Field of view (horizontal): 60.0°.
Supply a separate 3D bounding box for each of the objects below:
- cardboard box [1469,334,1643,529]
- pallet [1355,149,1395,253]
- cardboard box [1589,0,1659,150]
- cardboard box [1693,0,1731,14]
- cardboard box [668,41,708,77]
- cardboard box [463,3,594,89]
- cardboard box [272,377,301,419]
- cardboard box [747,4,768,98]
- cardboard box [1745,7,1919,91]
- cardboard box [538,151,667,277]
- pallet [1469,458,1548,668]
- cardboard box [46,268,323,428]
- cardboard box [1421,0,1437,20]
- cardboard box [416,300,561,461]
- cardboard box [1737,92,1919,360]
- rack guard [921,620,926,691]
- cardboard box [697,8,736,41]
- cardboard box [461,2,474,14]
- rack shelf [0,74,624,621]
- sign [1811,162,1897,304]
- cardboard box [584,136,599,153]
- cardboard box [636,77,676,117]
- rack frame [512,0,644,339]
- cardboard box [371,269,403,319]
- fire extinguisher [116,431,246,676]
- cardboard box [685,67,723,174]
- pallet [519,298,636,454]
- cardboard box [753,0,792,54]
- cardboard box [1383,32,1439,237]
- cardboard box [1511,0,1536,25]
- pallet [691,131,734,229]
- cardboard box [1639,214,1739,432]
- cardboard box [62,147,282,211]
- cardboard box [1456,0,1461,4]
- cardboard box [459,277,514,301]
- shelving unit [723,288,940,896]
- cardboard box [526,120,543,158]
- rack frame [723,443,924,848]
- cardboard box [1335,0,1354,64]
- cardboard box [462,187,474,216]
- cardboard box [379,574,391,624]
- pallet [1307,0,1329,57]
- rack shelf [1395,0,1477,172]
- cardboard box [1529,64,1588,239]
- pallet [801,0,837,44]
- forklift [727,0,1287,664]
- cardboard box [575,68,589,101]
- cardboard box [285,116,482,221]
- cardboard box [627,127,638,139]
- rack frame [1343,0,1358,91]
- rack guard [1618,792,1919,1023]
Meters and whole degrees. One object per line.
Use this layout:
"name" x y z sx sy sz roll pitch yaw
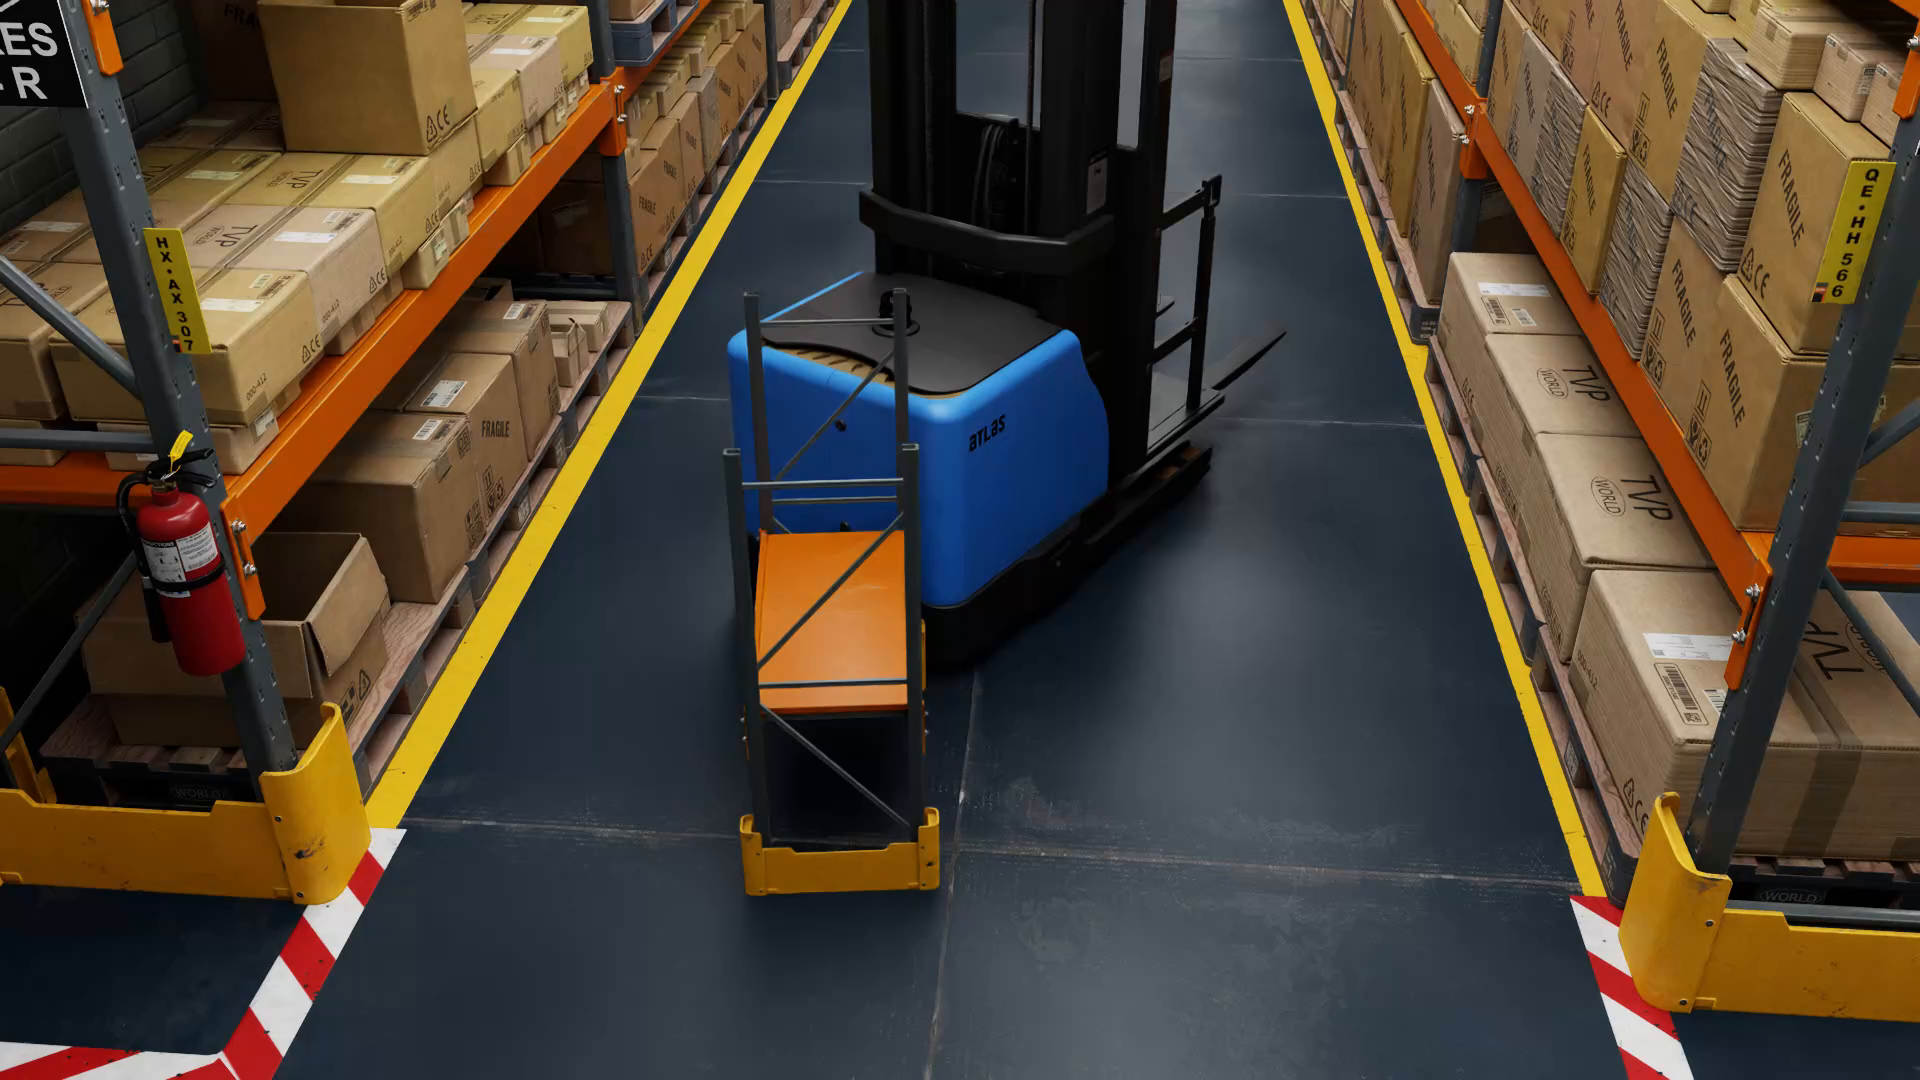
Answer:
"cardboard box" 2.598 -0.434 6.638 0.875 0.438 0.875 2 32 3
"pallet" 2.913 -1.997 9.790 1.003 0.211 1.213 2 32 4
"cardboard box" 2.404 -1.573 5.395 0.500 0.500 0.500 2 32 4
"cardboard box" 2.381 -1.657 4.913 0.380 0.149 0.250 3 32 5
"cardboard box" -1.717 -2.869 9.911 0.380 0.149 0.250 1 32 2
"cardboard box" -1.918 -2.134 7.214 0.500 0.250 0.500 3 32 5
"cardboard box" -2.170 -0.445 4.852 0.380 0.149 0.250 3 32 5
"cardboard box" -1.614 -3.324 11.267 0.500 0.500 0.500 3 32 5
"cardboard box" 2.266 -1.259 4.268 0.380 0.149 0.250 2 32 4
"cardboard box" -1.856 -1.706 8.642 0.500 0.500 0.500 4 32 6
"pallet" 2.591 0.083 6.414 1.003 0.211 1.213 2 32 4
"cardboard box" -2.140 -0.545 4.635 0.500 0.250 0.500 3 32 4
"cardboard box" 2.716 -2.849 8.657 0.500 0.250 0.500 2 32 3
"cardboard box" -2.108 -0.675 6.969 0.700 0.500 0.500 1 32 2
"cardboard box" 2.304 -0.777 4.103 0.500 0.500 0.500 3 32 6
"rack guard" -0.415 0.415 5.839 0.587 0.250 0.087 -2 32 -3
"cardboard box" -1.638 -3.282 10.580 0.380 0.149 0.250 1 32 2
"cardboard box" -2.429 -2.164 7.261 0.500 0.250 0.500 2 32 3
"rack shelf" -2.282 -0.996 6.193 1.077 0.370 4.000 2 32 4
"sign" 1.963 -0.671 3.650 0.100 0.325 0.005 2 32 4
"cardboard box" -1.885 -2.044 8.289 0.380 0.149 0.250 2 32 3
"cardboard box" -1.804 -2.471 9.265 0.380 0.149 0.250 2 32 4
"rack frame" -2.119 -2.348 7.701 1.000 3.000 0.127 2 32 4
"cardboard box" -2.086 -0.852 5.514 0.380 0.149 0.250 3 32 5
"fire extinguisher" -1.996 0.032 4.269 0.296 0.674 0.183 2 32 4
"cardboard box" -1.729 -2.517 9.957 0.500 0.500 0.500 1 32 2
"pallet" -2.176 -0.802 7.850 1.003 0.211 1.213 2 32 4
"cardboard box" -1.729 -3.933 12.136 0.875 0.625 0.625 3 32 6
"cardboard box" 2.865 -2.213 9.106 0.875 0.875 0.875 3 32 5
"cardboard box" 2.548 -2.368 6.685 0.500 0.500 0.500 3 32 4
"pallet" -1.994 -2.228 10.164 1.003 0.211 1.213 2 32 4
"cardboard box" 2.334 -0.614 4.793 0.500 0.500 0.500 2 32 3
"cardboard box" -2.584 -1.100 5.535 0.500 0.250 0.500 3 32 6
"cardboard box" 2.655 -2.790 8.084 0.500 0.250 0.500 3 32 5
"cardboard box" -2.409 -1.047 7.752 0.500 0.311 0.500 4 32 6
"shelving unit" -0.386 0.143 5.088 0.587 1.500 1.083 -2 32 -3
"cardboard box" -1.939 -1.654 6.814 0.380 0.149 0.250 3 32 5
"rack frame" -0.357 0.405 4.664 0.500 1.500 0.032 -2 32 -3
"cardboard box" 3.210 -3.585 11.812 0.950 0.372 0.625 0 32 1
"cardboard box" -2.037 -1.258 6.171 0.380 0.149 0.250 2 32 4
"cardboard box" -2.227 0.242 5.815 0.380 0.149 0.250 1 32 2
"pallet" 3.321 -4.087 13.181 1.003 0.211 1.213 2 32 4
"rack shelf" 2.991 -2.878 9.246 1.077 0.370 4.000 2 32 4
"cardboard box" 2.437 -1.424 6.106 0.500 0.500 0.500 3 32 4
"pallet" -1.586 -4.318 13.555 1.003 0.211 1.213 2 32 4
"forklift" 0.420 -1.530 6.439 1.130 2.935 3.031 20 37 30
"cardboard box" -1.894 -2.064 7.479 0.380 0.149 0.250 3 32 5
"cardboard box" -2.040 -1.342 5.928 0.500 0.250 0.500 2 32 3
"cardboard box" -1.880 -2.063 8.603 0.380 0.149 0.250 2 32 3
"rack frame" 3.154 -4.230 10.754 1.000 3.000 0.127 2 32 4
"rack guard" 2.500 1.030 4.602 1.175 0.500 0.348 2 32 4
